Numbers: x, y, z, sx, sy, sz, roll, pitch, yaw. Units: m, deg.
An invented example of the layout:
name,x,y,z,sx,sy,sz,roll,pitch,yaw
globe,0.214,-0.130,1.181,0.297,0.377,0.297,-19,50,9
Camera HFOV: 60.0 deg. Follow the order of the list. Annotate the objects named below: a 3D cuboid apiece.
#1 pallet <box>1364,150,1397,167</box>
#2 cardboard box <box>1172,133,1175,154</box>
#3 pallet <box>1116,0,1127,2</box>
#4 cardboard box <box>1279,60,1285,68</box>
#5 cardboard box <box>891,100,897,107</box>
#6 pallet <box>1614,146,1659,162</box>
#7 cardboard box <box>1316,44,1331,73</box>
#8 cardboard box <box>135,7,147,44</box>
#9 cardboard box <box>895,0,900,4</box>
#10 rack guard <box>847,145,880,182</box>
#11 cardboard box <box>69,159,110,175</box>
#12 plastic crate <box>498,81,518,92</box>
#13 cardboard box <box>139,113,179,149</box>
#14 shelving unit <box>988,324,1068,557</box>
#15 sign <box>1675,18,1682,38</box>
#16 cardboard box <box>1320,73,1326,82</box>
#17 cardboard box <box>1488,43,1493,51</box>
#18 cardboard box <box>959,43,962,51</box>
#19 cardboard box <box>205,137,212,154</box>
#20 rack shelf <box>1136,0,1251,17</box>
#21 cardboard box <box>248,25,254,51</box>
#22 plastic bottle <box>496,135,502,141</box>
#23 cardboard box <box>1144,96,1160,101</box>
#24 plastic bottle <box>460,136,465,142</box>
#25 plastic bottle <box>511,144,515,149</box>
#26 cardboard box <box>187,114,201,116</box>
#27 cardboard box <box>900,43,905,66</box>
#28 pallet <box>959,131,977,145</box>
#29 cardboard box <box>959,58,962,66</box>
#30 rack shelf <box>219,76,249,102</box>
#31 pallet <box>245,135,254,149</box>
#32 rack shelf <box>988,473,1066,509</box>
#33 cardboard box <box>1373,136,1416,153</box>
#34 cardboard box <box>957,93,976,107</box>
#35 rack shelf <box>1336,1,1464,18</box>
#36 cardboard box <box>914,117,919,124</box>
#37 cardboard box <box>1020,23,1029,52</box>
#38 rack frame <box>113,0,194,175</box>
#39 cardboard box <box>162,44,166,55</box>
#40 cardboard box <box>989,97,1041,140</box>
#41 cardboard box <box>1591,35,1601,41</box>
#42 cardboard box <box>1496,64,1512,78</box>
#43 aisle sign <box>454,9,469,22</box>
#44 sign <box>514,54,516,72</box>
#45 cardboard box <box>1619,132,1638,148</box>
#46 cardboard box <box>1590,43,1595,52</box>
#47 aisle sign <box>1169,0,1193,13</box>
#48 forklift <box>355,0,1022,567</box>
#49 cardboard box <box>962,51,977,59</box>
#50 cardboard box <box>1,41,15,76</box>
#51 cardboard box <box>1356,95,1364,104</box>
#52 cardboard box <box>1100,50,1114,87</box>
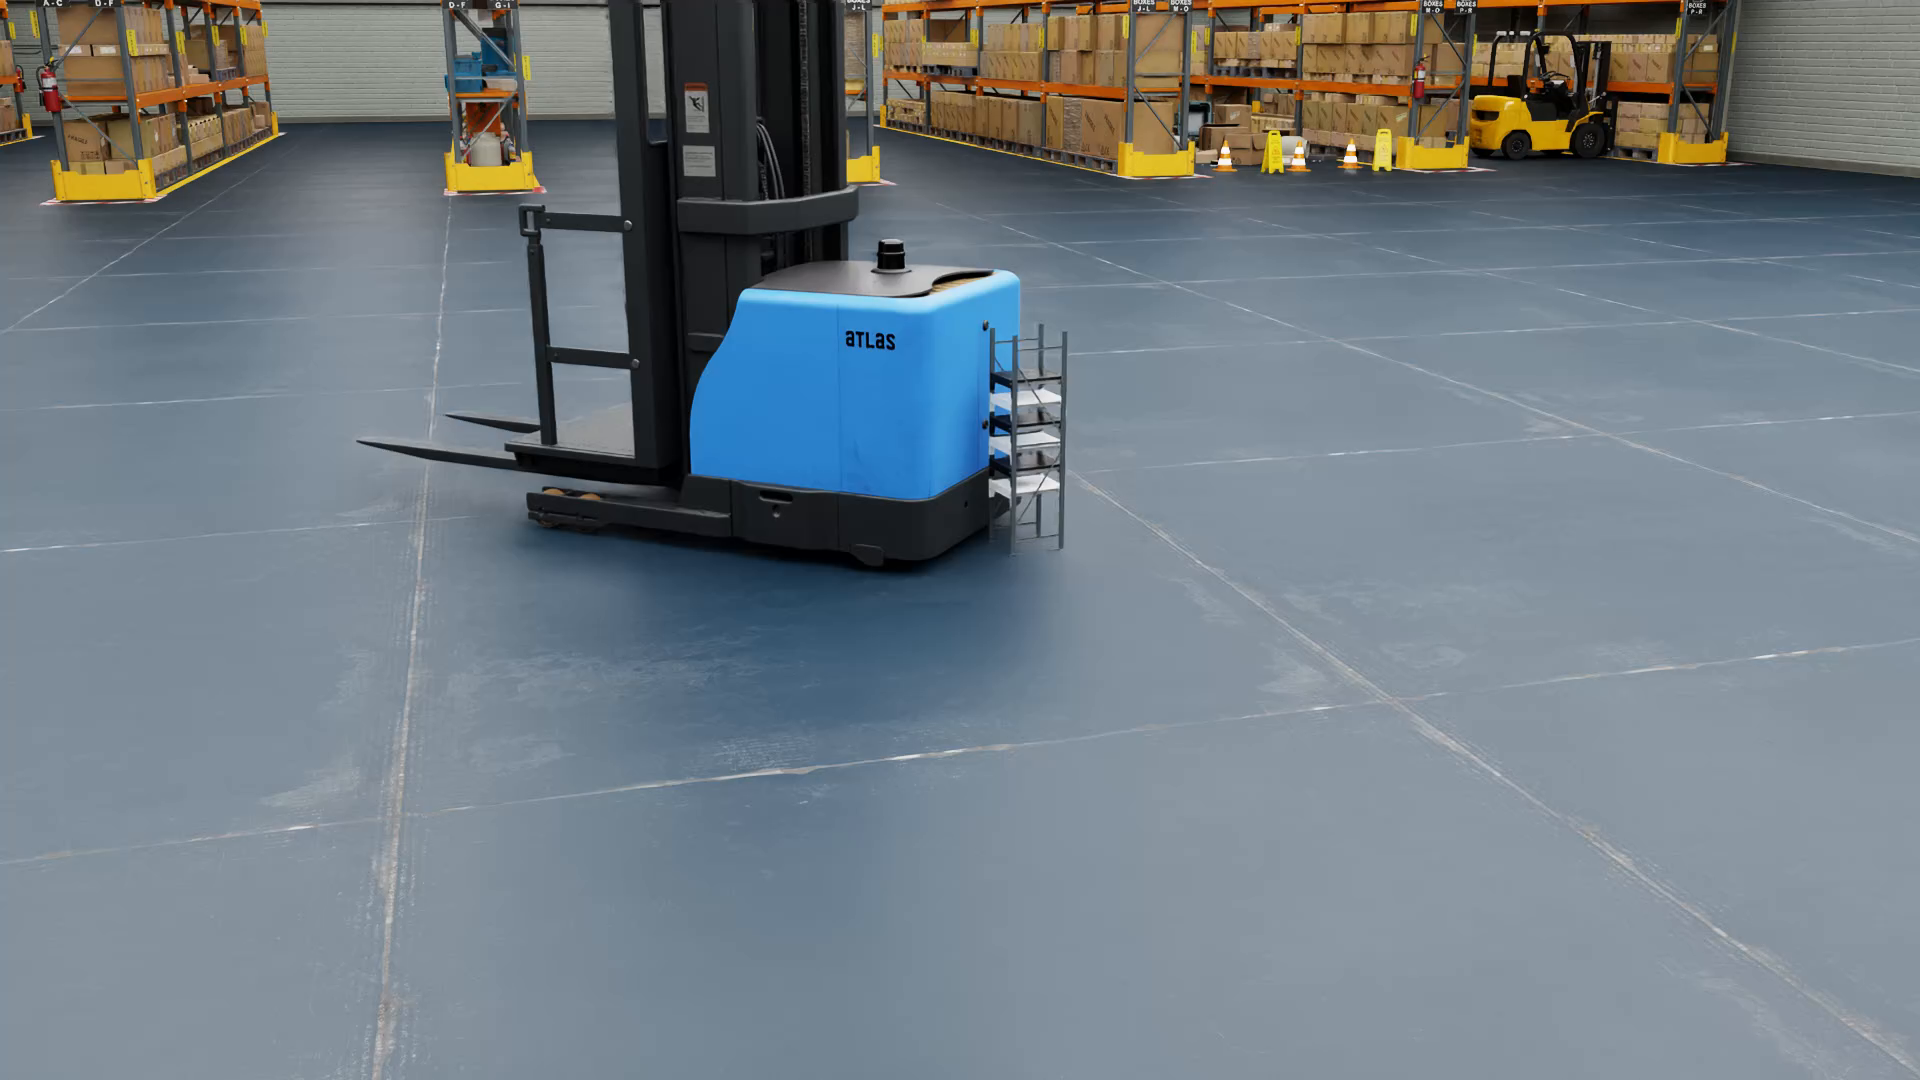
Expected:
name,x,y,z,sx,sy,sz,roll,pitch,yaw
pallet,7.554,-6.443,28.034,1.003,0.211,1.213,-5,17,-15
cardboard box,3.346,-6.673,28.292,0.500,0.500,0.500,-2,17,-6
pallet,4.251,-12.470,38.193,1.003,0.211,1.213,-5,17,-15
cardboard box,6.202,-8.912,31.113,0.380,0.149,0.250,-5,17,-17
cardboard box,-1.410,-10.338,39.347,0.380,0.149,0.250,-5,17,-15
pallet,12.285,-6.796,29.209,1.003,0.211,1.213,-5,17,-15
cardboard box,6.678,-8.546,29.497,0.500,0.500,0.500,-5,17,-15
cardboard box,-11.848,-7.201,23.282,0.700,0.500,0.500,-5,17,-15
cardboard box,-1.193,-12.469,38.295,0.500,0.250,0.500,-5,18,-17
rack guard,-1.786,-5.570,24.626,1.175,0.500,0.348,-5,17,-15
cardboard box,-11.722,-4.973,22.344,0.500,0.250,0.500,-5,17,-15
plastic crate,-6.463,-6.501,23.840,0.298,0.136,0.250,-5,17,-15
cardboard box,-11.926,-6.064,24.671,0.500,0.500,0.500,-5,17,-15
shelving unit,0.272,-0.405,6.738,0.258,0.900,0.210,-8,18,-24
sign,12.010,-8.552,27.784,0.100,0.325,0.005,-5,17,-15
cardboard box,6.664,-8.266,29.695,0.380,0.149,0.250,-5,17,-16
cardboard box,10.749,-9.816,33.116,0.380,0.149,0.250,-5,17,-15
cardboard box,0.191,-9.858,33.229,0.380,0.149,0.250,-5,17,-16
cardboard box,-12.686,-6.511,27.464,0.500,0.250,0.500,-4,17,-14
rack shelf,5.016,-11.388,35.686,1.077,0.370,4.000,-5,17,-15
cardboard box,-14.730,-10.248,33.941,0.500,0.500,0.500,-5,17,-17
plastic bottle,-7.311,-6.236,26.339,0.144,0.351,0.185,-5,17,-15
cardboard box,4.713,-9.867,37.551,0.875,0.875,0.875,-4,17,-14
plastic bottle,-7.803,-6.147,26.042,0.144,0.351,0.185,-4,17,-14
plastic bottle,-6.770,-5.855,25.186,0.061,0.283,0.133,-4,17,-14
cardboard box,-13.972,-7.431,30.055,0.500,0.500,0.500,-4,17,-13
cardboard box,-1.067,-11.157,38.191,0.500,0.500,0.500,-5,17,-17
pallet,0.620,-8.204,33.897,1.003,0.211,1.213,-5,17,-15
cardboard box,0.190,-9.573,33.314,0.380,0.149,0.250,-5,17,-15
rack shelf,-14.039,-8.386,30.905,1.077,0.370,4.000,-5,17,-15
pallet,-14.328,-7.726,32.305,1.003,0.211,1.213,-5,17,-15
rack shelf,0.272,-0.201,6.799,0.258,0.077,0.200,-8,18,-24
cardboard box,7.276,-6.623,27.836,0.500,0.250,0.500,-5,17,-16
cardboard box,0.244,-8.994,33.990,0.500,0.250,0.500,-4,17,-14
rack shelf,9.787,-11.781,36.995,1.077,0.370,4.000,-5,17,-15
cardboard box,-0.827,-9.493,37.568,0.380,0.149,0.250,-5,18,-17
cardboard box,1.509,-9.162,30.329,0.700,0.500,0.500,-5,17,-15
rack frame,-12.390,-7.071,25.276,1.000,3.000,0.127,-5,17,-15
cardboard box,-12.043,-7.302,24.746,0.380,0.149,0.250,-5,17,-16
cardboard box,1.158,-8.030,31.651,1.050,0.750,0.750,-4,17,-14
cardboard box,11.669,-9.069,30.111,0.380,0.149,0.250,-5,17,-15
cardboard box,10.903,-9.215,32.677,0.500,0.250,0.500,-5,17,-16
aisle sign,-11.229,-12.022,37.241,0.394,0.787,0.004,-5,17,-15
sign,-7.094,-7.634,26.671,0.100,0.325,0.005,-5,17,-15
cardboard box,11.975,-7.051,29.260,0.500,0.250,0.500,-5,17,-15
cardboard box,11.595,-8.923,30.142,0.380,0.149,0.250,-5,18,-17
aisle sign,3.340,-8.360,25.049,0.394,0.787,0.004,-5,17,-15
forklift,-1.295,-1.561,7.055,3.031,2.935,1.130,7,18,23
cardboard box,0.260,-9.647,33.044,0.380,0.149,0.250,-4,17,-14
cardboard box,-20.300,-10.001,34.509,0.980,0.700,0.700,-4,17,-13
cardboard box,6.991,-7.524,28.404,0.380,0.149,0.250,-4,17,-13
cardboard box,2.714,-7.432,26.218,0.875,0.550,0.550,-5,17,-15
